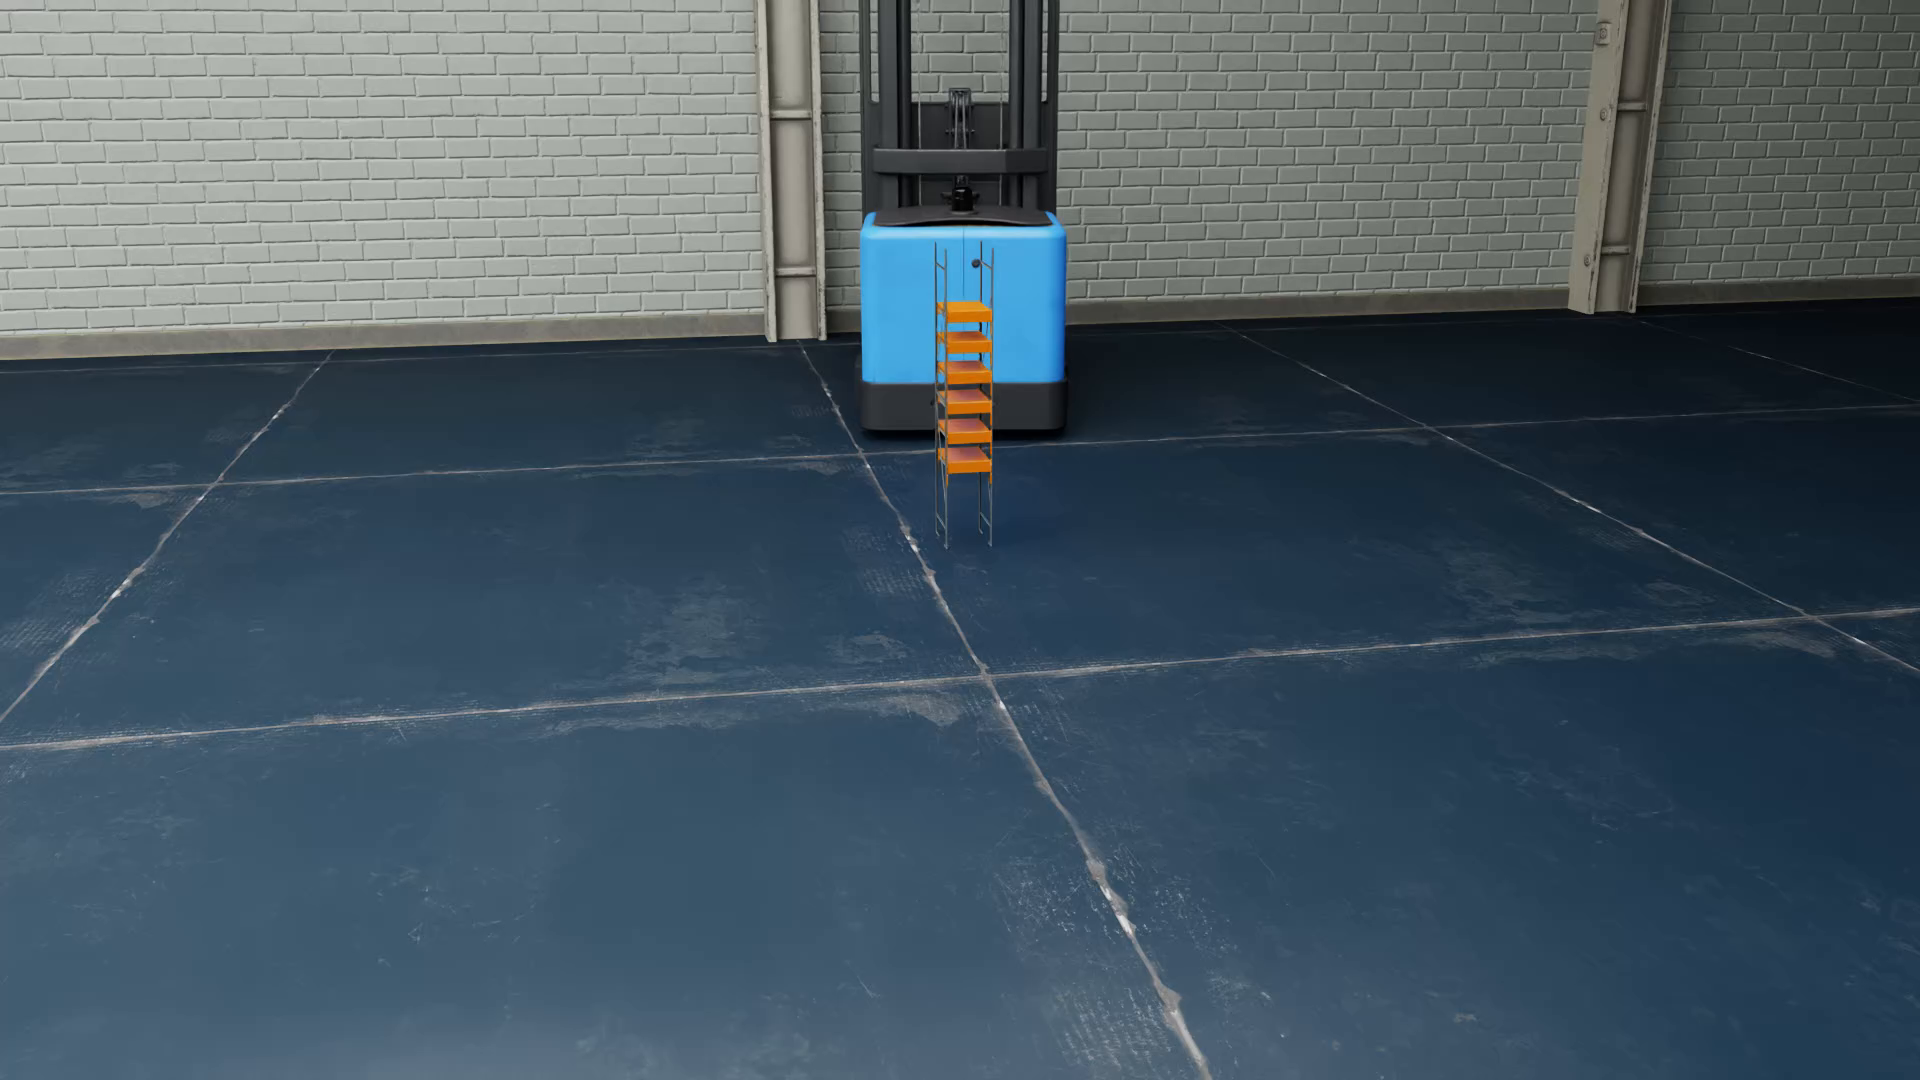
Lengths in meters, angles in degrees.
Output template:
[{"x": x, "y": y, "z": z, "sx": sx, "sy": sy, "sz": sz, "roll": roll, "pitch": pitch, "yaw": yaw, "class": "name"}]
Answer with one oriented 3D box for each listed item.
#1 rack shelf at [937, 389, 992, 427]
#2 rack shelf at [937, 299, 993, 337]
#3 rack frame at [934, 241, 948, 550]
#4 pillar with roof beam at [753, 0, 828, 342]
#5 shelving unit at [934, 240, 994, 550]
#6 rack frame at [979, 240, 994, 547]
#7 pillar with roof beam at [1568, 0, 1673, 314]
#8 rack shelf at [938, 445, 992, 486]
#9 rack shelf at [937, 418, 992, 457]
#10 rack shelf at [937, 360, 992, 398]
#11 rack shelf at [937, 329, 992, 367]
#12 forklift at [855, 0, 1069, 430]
[{"x": 0.014, "y": -0.532, "z": 6.651, "sx": 0.180, "sy": 0.103, "sz": 0.258, "roll": -3, "pitch": 17, "yaw": -10, "class": "rack shelf"}, {"x": 0.014, "y": -0.876, "z": 6.546, "sx": 0.180, "sy": 0.103, "sz": 0.258, "roll": -3, "pitch": 17, "yaw": -10, "class": "rack shelf"}, {"x": -0.076, "y": -0.569, "z": 6.622, "sx": 0.006, "sy": 1.200, "sz": 0.240, "roll": -3, "pitch": 17, "yaw": -10, "class": "rack frame"}, {"x": -0.299, "y": -4.441, "z": 5.945, "sx": 0.400, "sy": 9.000, "sz": 9.100, "roll": -3, "pitch": 17, "yaw": -10, "class": "pillar with roof beam"}, {"x": 0.014, "y": -0.574, "z": 6.638, "sx": 0.189, "sy": 1.200, "sz": 0.258, "roll": -3, "pitch": 17, "yaw": -10, "class": "shelving unit"}, {"x": 0.104, "y": -0.579, "z": 6.655, "sx": 0.006, "sy": 1.200, "sz": 0.240, "roll": -3, "pitch": 17, "yaw": -10, "class": "rack frame"}, {"x": 5.592, "y": -4.775, "z": 7.033, "sx": 0.400, "sy": 9.000, "sz": 9.100, "roll": -3, "pitch": 17, "yaw": -10, "class": "pillar with roof beam"}, {"x": 0.014, "y": -0.302, "z": 6.722, "sx": 0.180, "sy": 0.103, "sz": 0.258, "roll": -3, "pitch": 17, "yaw": -10, "class": "rack shelf"}, {"x": 0.014, "y": -0.417, "z": 6.687, "sx": 0.180, "sy": 0.103, "sz": 0.258, "roll": -3, "pitch": 17, "yaw": -10, "class": "rack shelf"}, {"x": 0.014, "y": -0.647, "z": 6.616, "sx": 0.180, "sy": 0.103, "sz": 0.258, "roll": -3, "pitch": 17, "yaw": -10, "class": "rack shelf"}, {"x": 0.014, "y": -0.761, "z": 6.581, "sx": 0.180, "sy": 0.103, "sz": 0.258, "roll": -3, "pitch": 17, "yaw": -10, "class": "rack shelf"}, {"x": -0.011, "y": -2.330, "z": 9.406, "sx": 1.130, "sy": 2.935, "sz": 3.031, "roll": 0, "pitch": 17, "yaw": -1, "class": "forklift"}]
